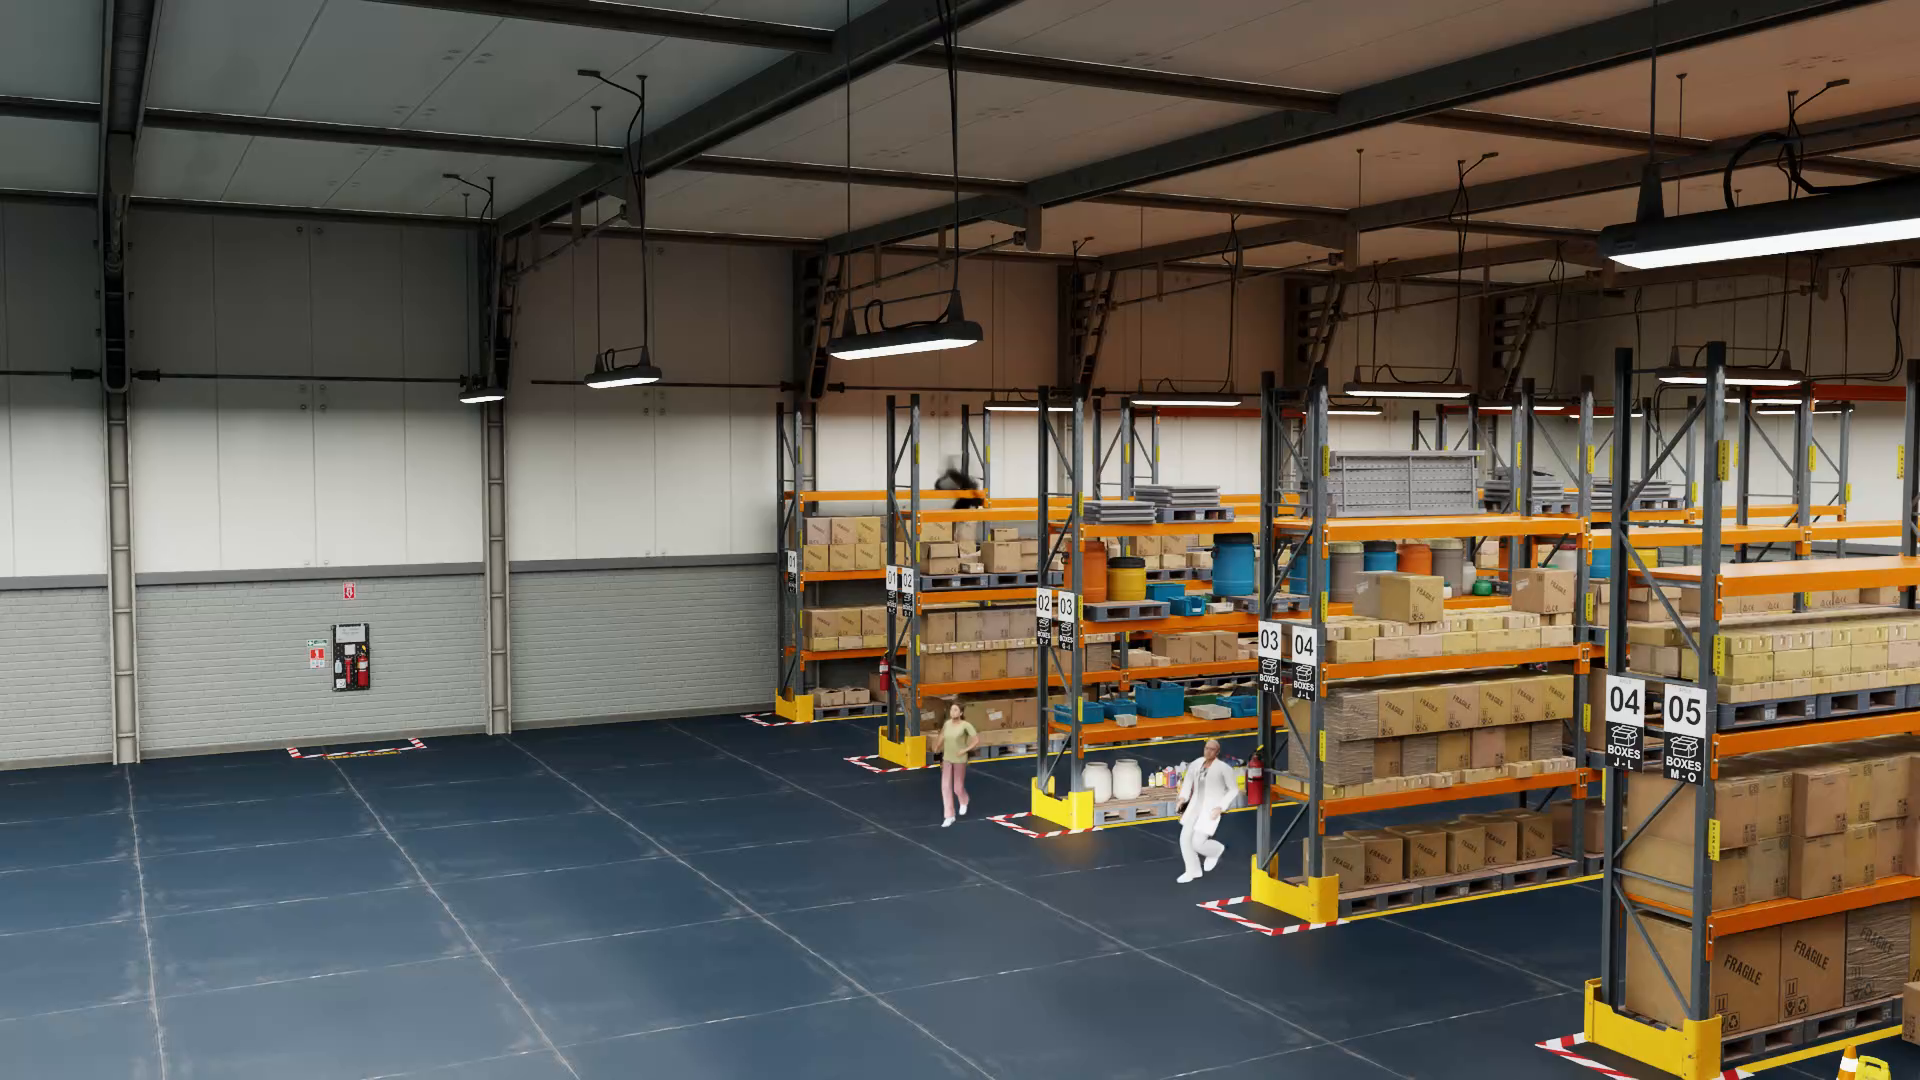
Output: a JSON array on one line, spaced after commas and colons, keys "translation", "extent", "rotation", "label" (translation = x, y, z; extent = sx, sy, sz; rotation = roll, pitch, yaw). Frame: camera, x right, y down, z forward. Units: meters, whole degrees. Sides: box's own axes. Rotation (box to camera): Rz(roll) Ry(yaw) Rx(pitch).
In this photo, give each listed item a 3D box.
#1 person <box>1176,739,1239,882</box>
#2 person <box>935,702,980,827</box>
[{"translation": [2.945, 3.208, 19.704], "extent": [0.612, 1.726, 0.754], "rotation": [-3, 4, -43], "label": "person"}, {"translation": [-0.041, 3.063, 22.869], "extent": [0.627, 1.677, 0.771], "rotation": [2, 4, 28], "label": "person"}]
